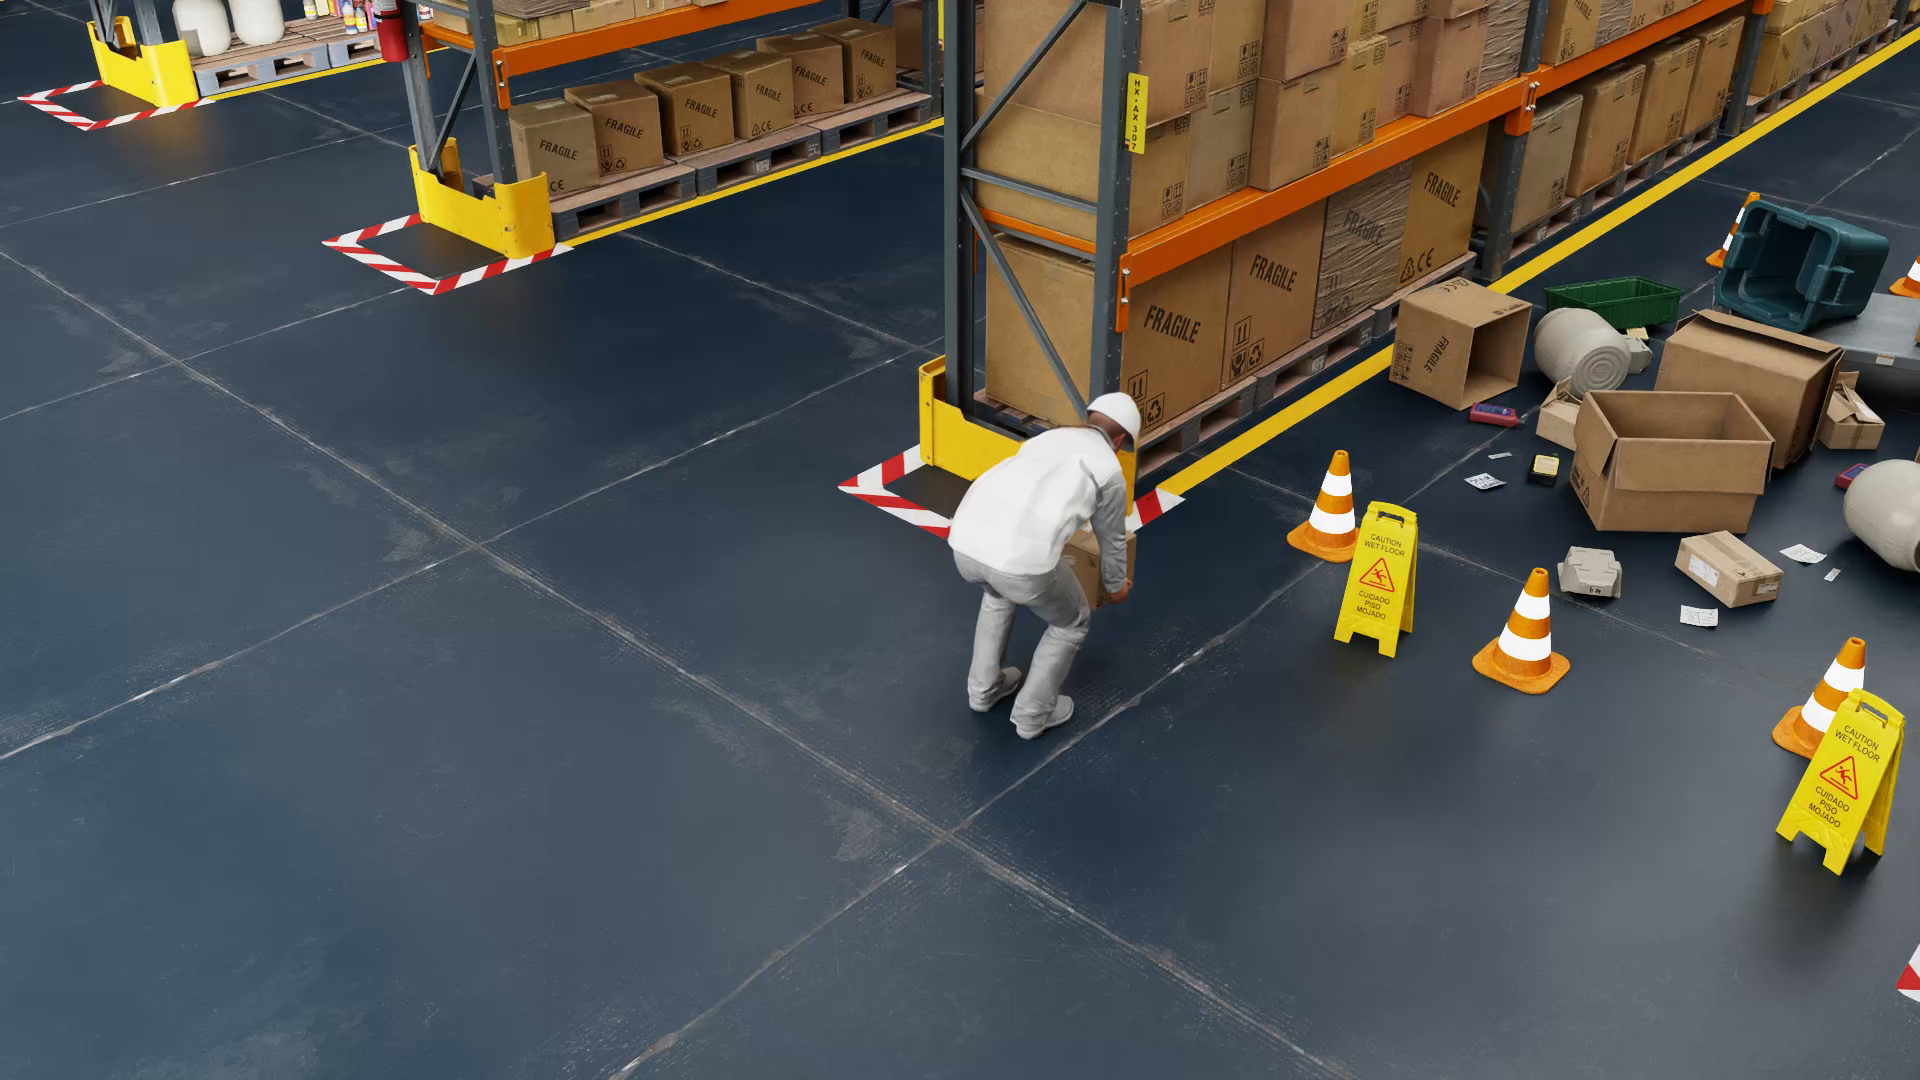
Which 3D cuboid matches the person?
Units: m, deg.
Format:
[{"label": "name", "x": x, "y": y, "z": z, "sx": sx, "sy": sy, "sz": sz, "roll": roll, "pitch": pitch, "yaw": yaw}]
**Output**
[{"label": "person", "x": 0.373, "y": 0.092, "z": 6.533, "sx": 0.488, "sy": 1.178, "sz": 0.985, "roll": 23, "pitch": 38, "yaw": 33}]
